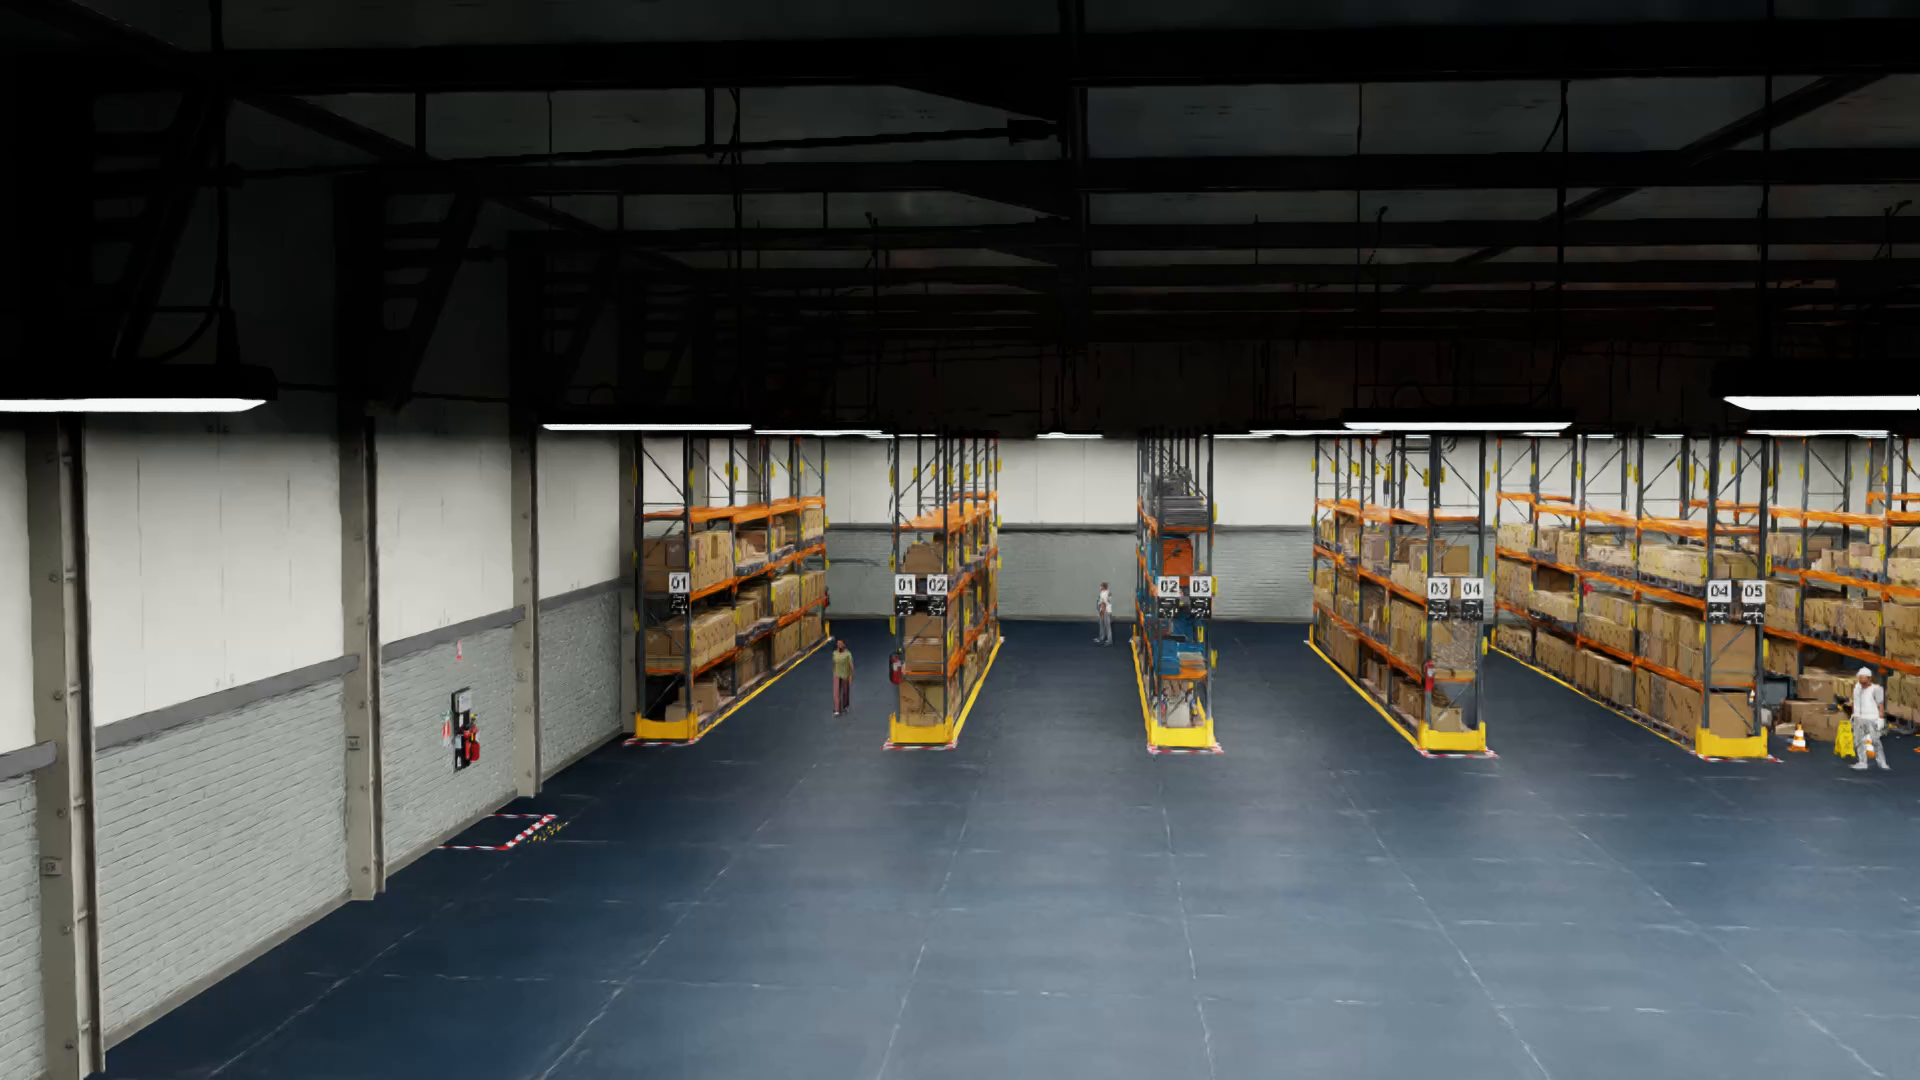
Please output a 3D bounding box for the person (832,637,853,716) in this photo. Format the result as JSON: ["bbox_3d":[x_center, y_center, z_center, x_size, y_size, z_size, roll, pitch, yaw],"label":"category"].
[{"bbox_3d":[-2.443,2.829,34.639,0.458,1.612,1.019,0,3,4],"label":"person"}]

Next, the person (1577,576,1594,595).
[{"bbox_3d":[18.684,1.892,49.604,0.592,1.710,0.556,3,5,41],"label":"person"}]

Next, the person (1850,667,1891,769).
[{"bbox_3d":[15.850,3.100,28.993,0.557,1.778,0.659,-2,4,-25],"label":"person"}]

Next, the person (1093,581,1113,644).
[{"bbox_3d":[4.014,2.026,46.738,0.624,1.748,0.759,1,4,14],"label":"person"}]
